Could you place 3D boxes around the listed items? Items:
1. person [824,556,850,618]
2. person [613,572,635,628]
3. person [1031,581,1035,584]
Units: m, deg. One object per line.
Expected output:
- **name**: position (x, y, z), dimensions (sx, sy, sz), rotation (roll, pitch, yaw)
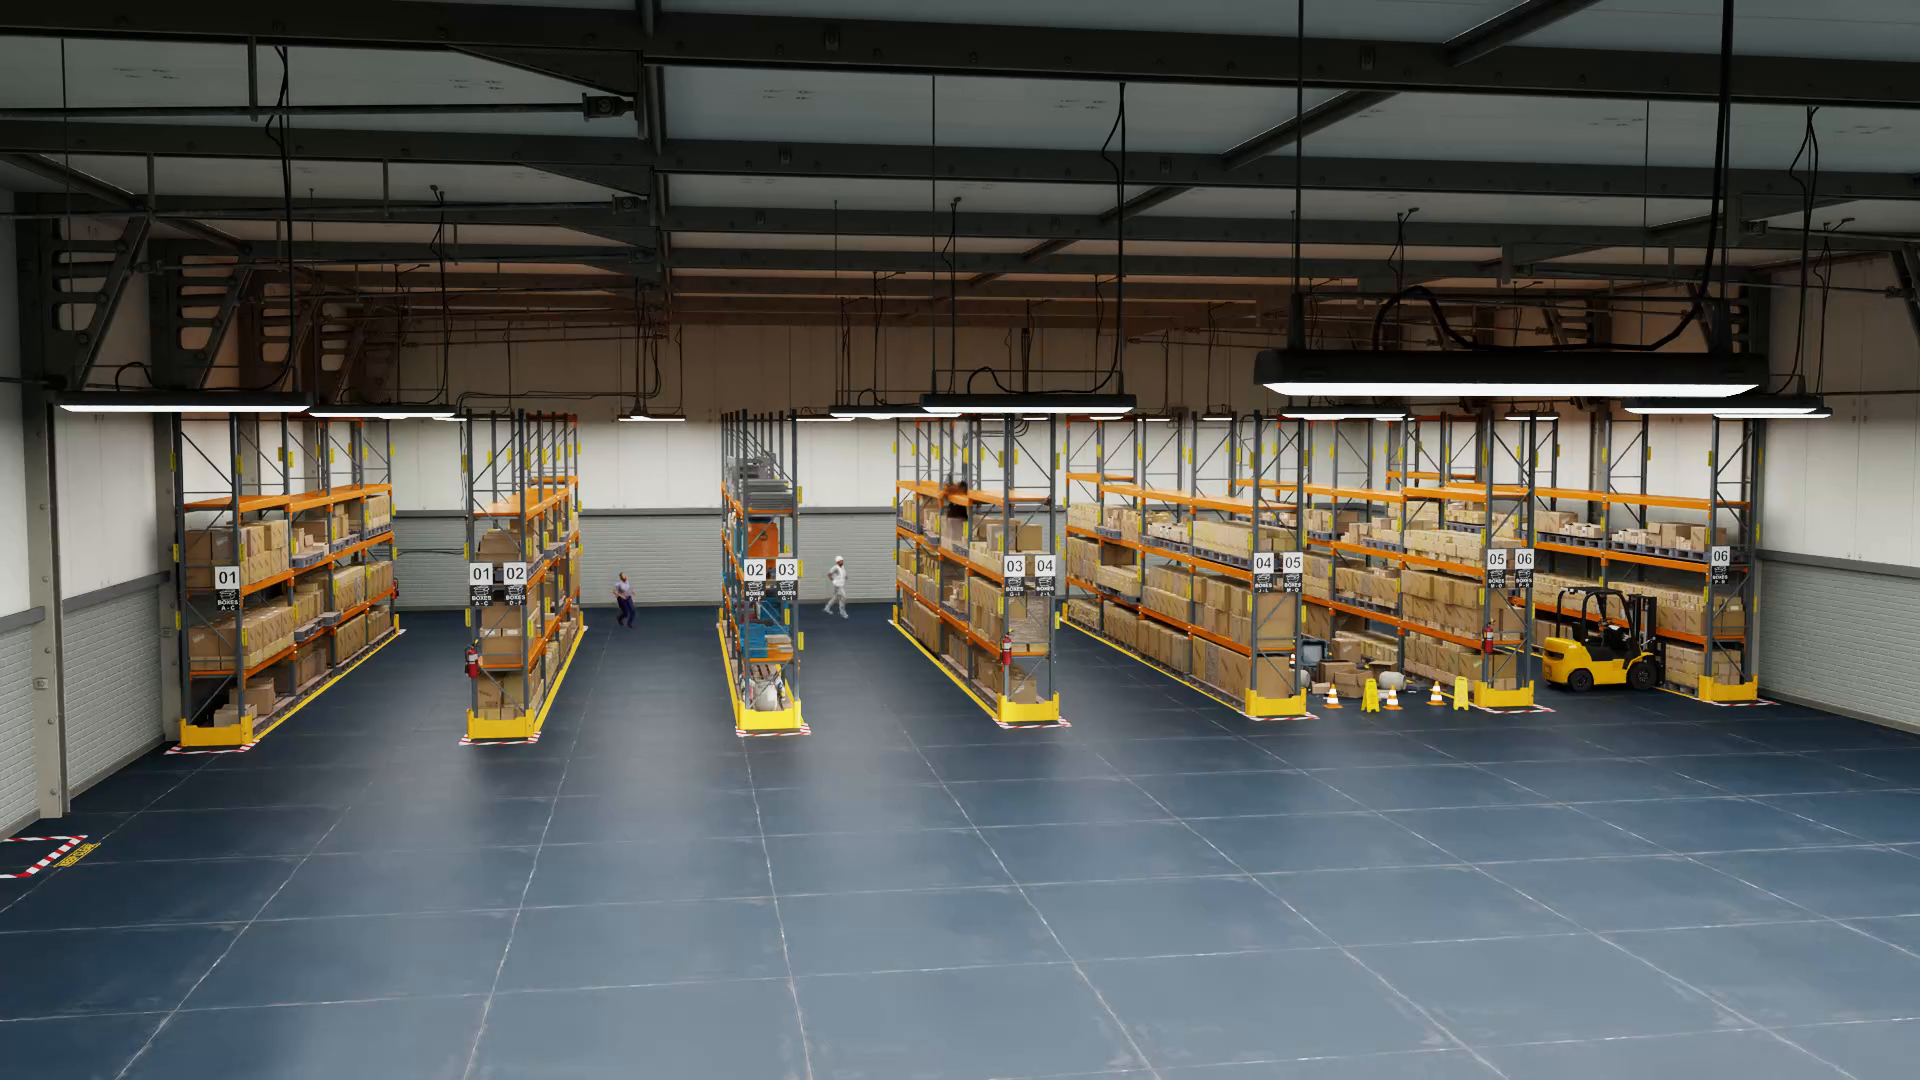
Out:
- **person**: position (-3.650, 1.386, 49.384), dimensions (0.835, 1.832, 0.671), rotation (1, 4, 12)
- **person**: position (-9.456, 1.693, 46.667), dimensions (0.614, 1.587, 0.641), rotation (3, 5, 36)
- **person**: position (2.082, 1.545, 47.390), dimensions (0.679, 1.736, 0.872), rotation (0, 4, 0)
